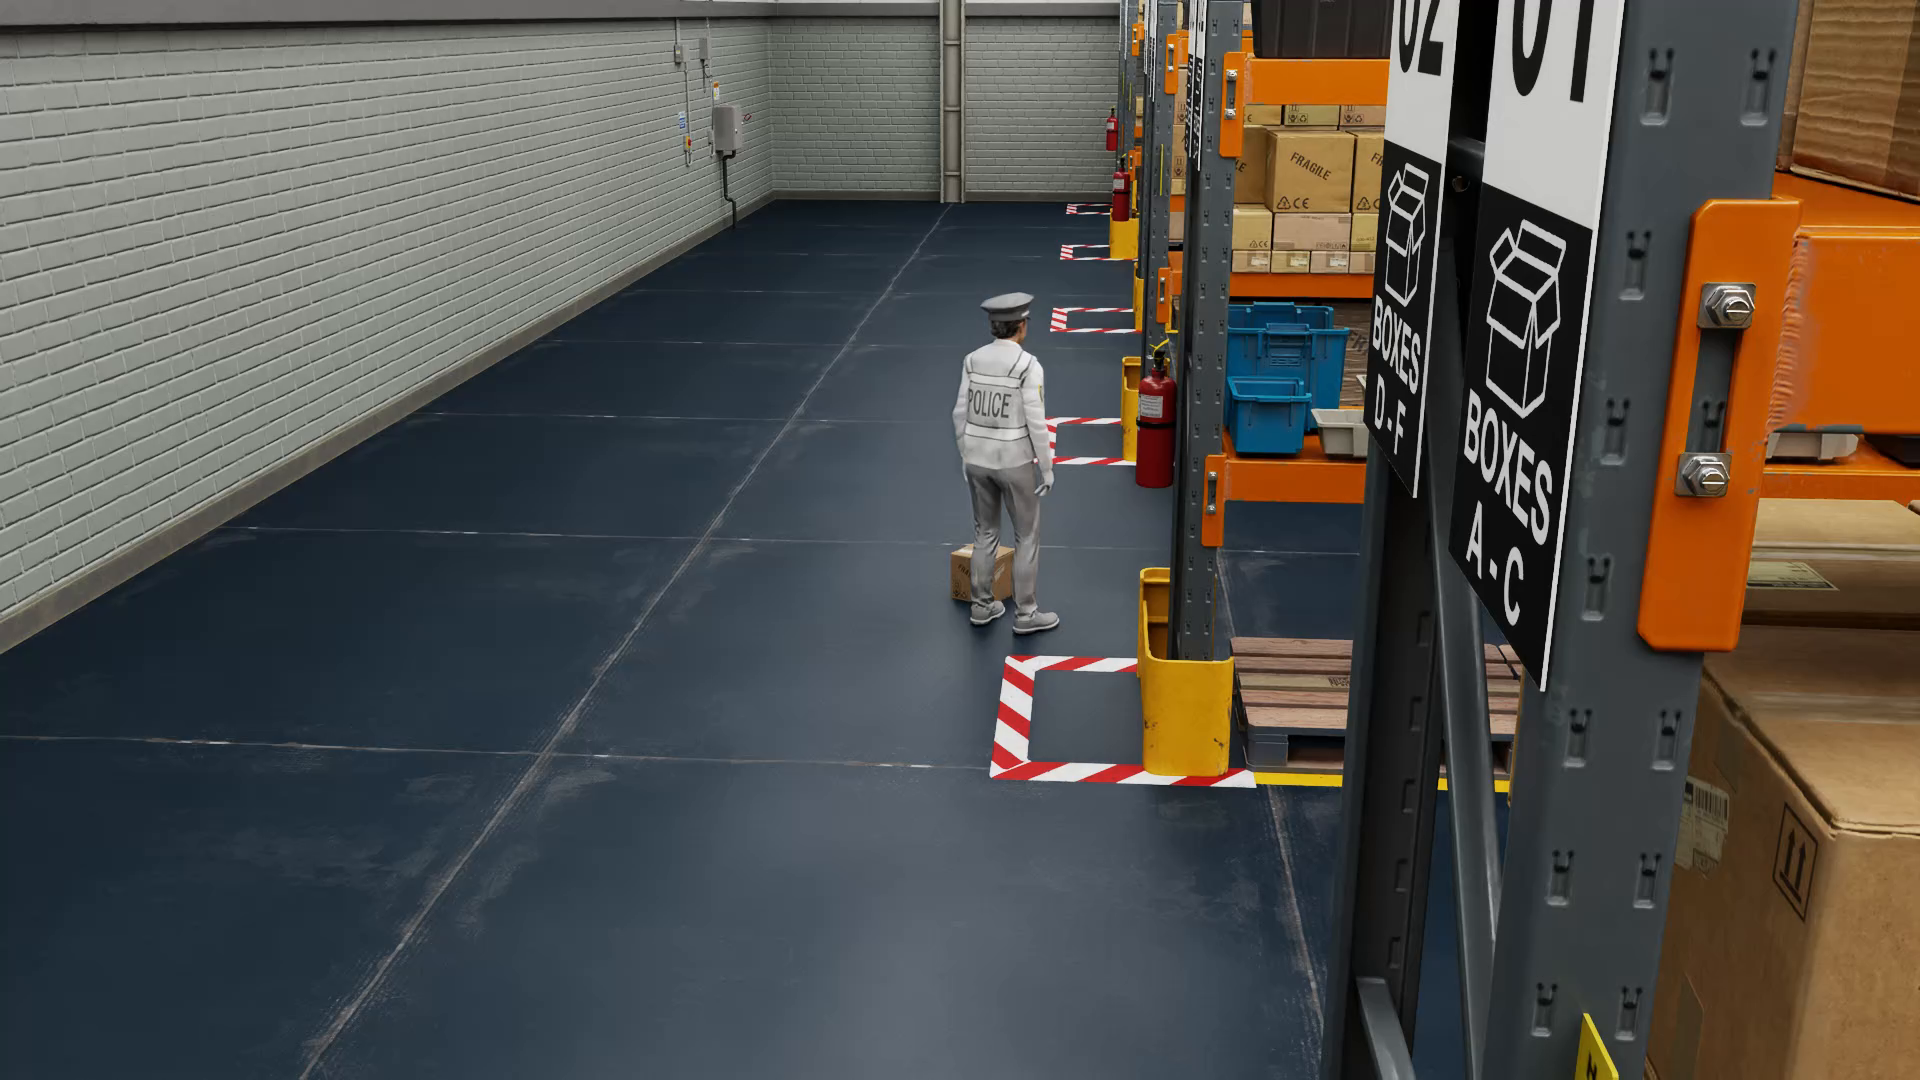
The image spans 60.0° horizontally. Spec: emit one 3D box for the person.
[{"bbox_3d":[0.219,-0.370,8.210,0.533,1.663,0.378,12,21,32],"label":"person"}]
